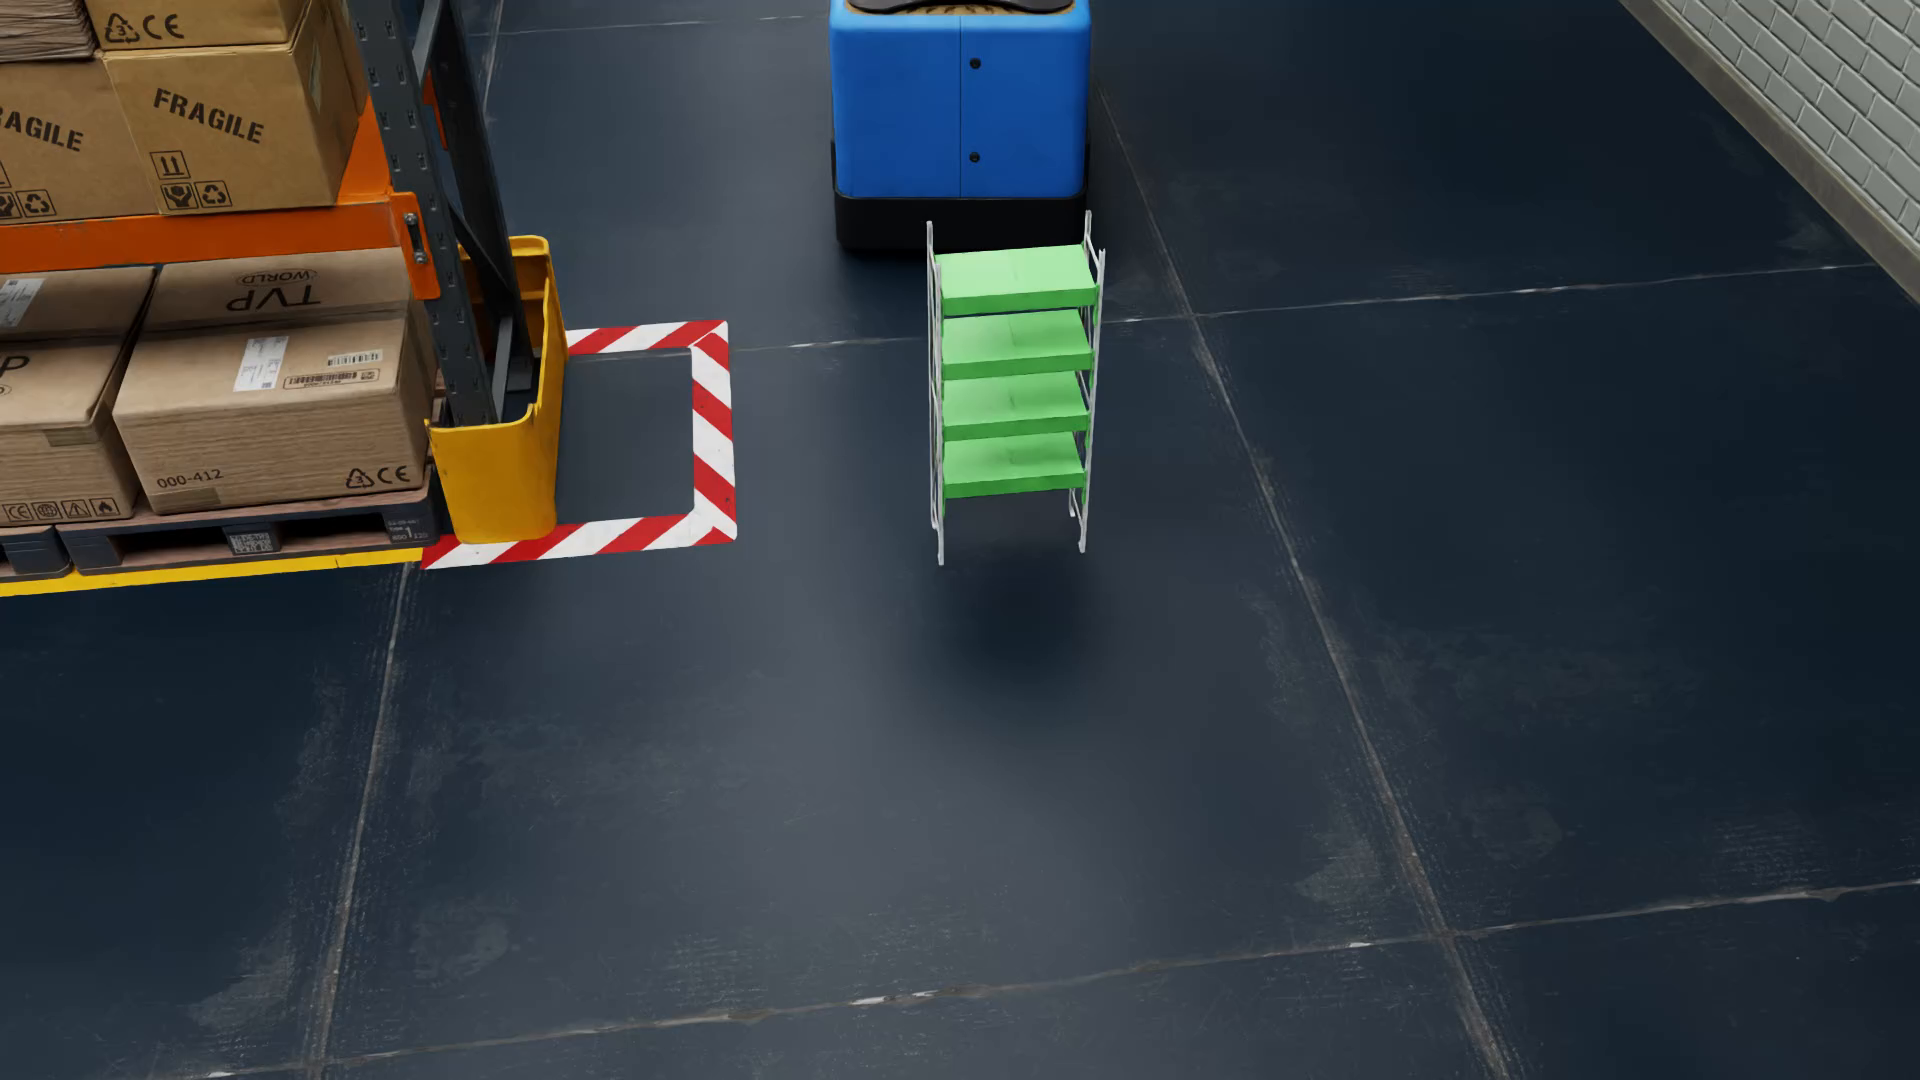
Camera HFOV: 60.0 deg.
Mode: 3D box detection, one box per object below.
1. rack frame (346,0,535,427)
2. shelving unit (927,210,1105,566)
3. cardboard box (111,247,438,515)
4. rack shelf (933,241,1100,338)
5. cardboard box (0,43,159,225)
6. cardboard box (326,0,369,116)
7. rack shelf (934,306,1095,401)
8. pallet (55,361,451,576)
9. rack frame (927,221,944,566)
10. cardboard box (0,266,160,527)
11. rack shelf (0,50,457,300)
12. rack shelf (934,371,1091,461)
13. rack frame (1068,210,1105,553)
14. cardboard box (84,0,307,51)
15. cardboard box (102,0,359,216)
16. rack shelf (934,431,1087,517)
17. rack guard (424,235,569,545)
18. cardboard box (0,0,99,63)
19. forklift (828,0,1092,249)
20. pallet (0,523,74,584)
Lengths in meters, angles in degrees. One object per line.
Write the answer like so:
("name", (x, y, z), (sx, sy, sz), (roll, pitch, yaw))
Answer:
("rack frame", (-1.672, -1.493, 5.166), (0.127, 3.000, 1.000), (-5, 42, -6))
("shelving unit", (0.164, -0.460, 5.364), (0.503, 1.200, 0.258), (-5, 42, -6))
("cardboard box", (-2.314, -0.574, 5.746), (0.875, 0.438, 0.875), (-6, 42, -7))
("rack shelf", (0.164, -0.769, 5.085), (0.480, 0.148, 0.258), (-5, 42, -6))
("cardboard box", (-2.616, -1.279, 4.854), (0.500, 0.500, 0.500), (-6, 42, -6))
("cardboard box", (-2.186, -1.679, 5.297), (0.500, 0.500, 0.500), (-5, 42, -6))
("rack shelf", (0.164, -0.591, 5.246), (0.480, 0.148, 0.258), (-5, 42, -6))
("pallet", (-2.455, -0.336, 5.965), (1.213, 0.211, 1.003), (-5, 42, -6))
("rack frame", (-0.078, -0.439, 5.341), (0.015, 1.200, 0.240), (-5, 42, -6))
("cardboard box", (-3.220, -0.489, 5.652), (0.875, 0.438, 0.875), (-4, 42, -4))
("rack shelf", (-3.656, -1.052, 5.214), (4.000, 0.370, 1.077), (-5, 42, -6))
("rack shelf", (0.164, -0.412, 5.407), (0.480, 0.148, 0.258), (-5, 42, -6))
("rack frame", (0.406, -0.481, 5.388), (0.015, 1.200, 0.240), (-5, 42, -6))
("cardboard box", (-2.120, -1.701, 4.575), (0.500, 0.500, 0.500), (-4, 42, -4))
("cardboard box", (-2.116, -1.312, 4.891), (0.500, 0.500, 0.500), (-5, 42, -5))
("rack shelf", (0.164, -0.234, 5.568), (0.480, 0.148, 0.258), (-5, 42, -6))
("rack guard", (-1.649, -0.567, 6.005), (0.348, 0.500, 1.175), (-5, 42, -6))
("cardboard box", (-2.634, -1.636, 4.504), (0.500, 0.500, 0.500), (-5, 42, -5))
("forklift", (0.003, -3.273, 7.190), (1.130, 2.935, 3.031), (0, 42, 0))
("pallet", (-3.662, -0.232, 5.850), (1.213, 0.211, 1.003), (-5, 42, -6))
